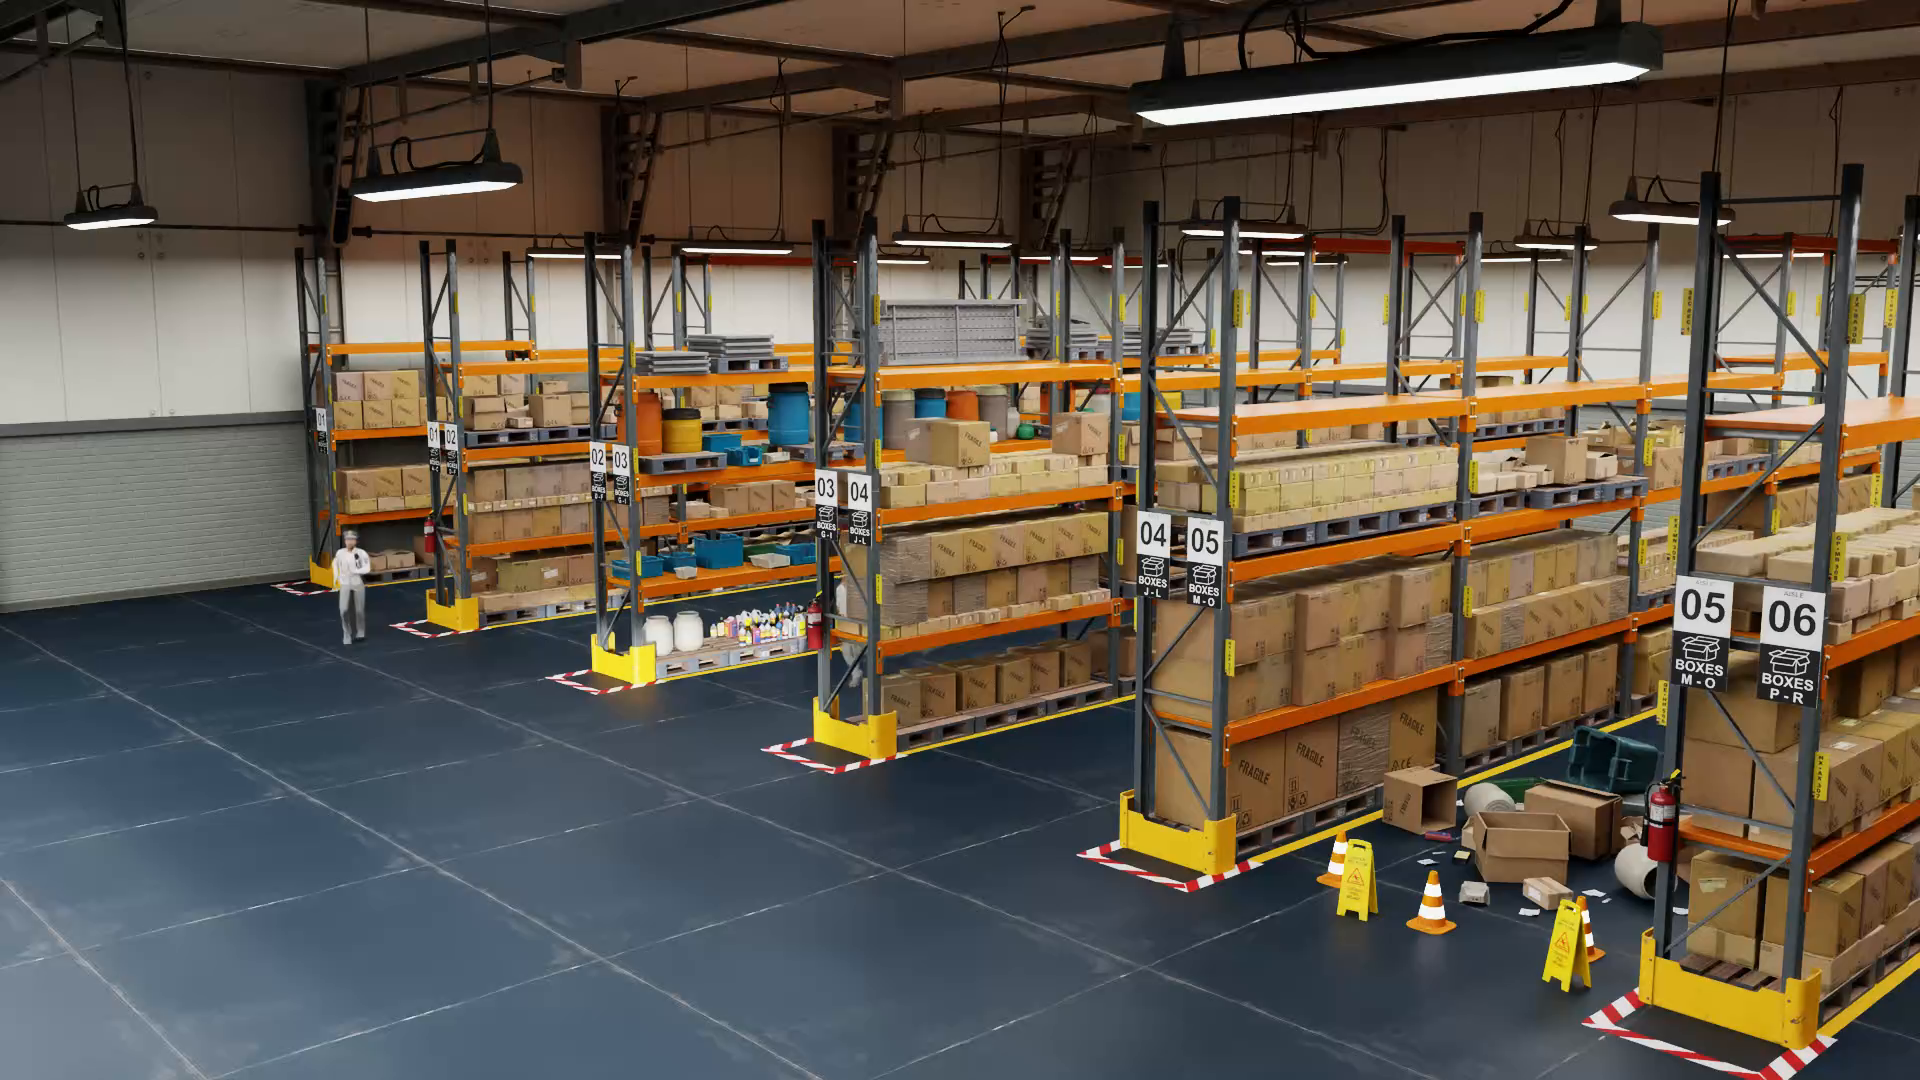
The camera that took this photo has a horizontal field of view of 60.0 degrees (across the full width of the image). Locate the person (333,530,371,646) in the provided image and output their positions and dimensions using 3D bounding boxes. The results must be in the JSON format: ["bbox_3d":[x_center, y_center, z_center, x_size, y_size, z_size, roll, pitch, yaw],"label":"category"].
[{"bbox_3d":[-9.074,0.707,24.808,0.579,1.717,0.708,-2,9,-12],"label":"person"}]

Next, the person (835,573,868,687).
[{"bbox_3d":[-1.382,1.139,22.261,0.572,1.609,0.759,5,10,30],"label":"person"}]
